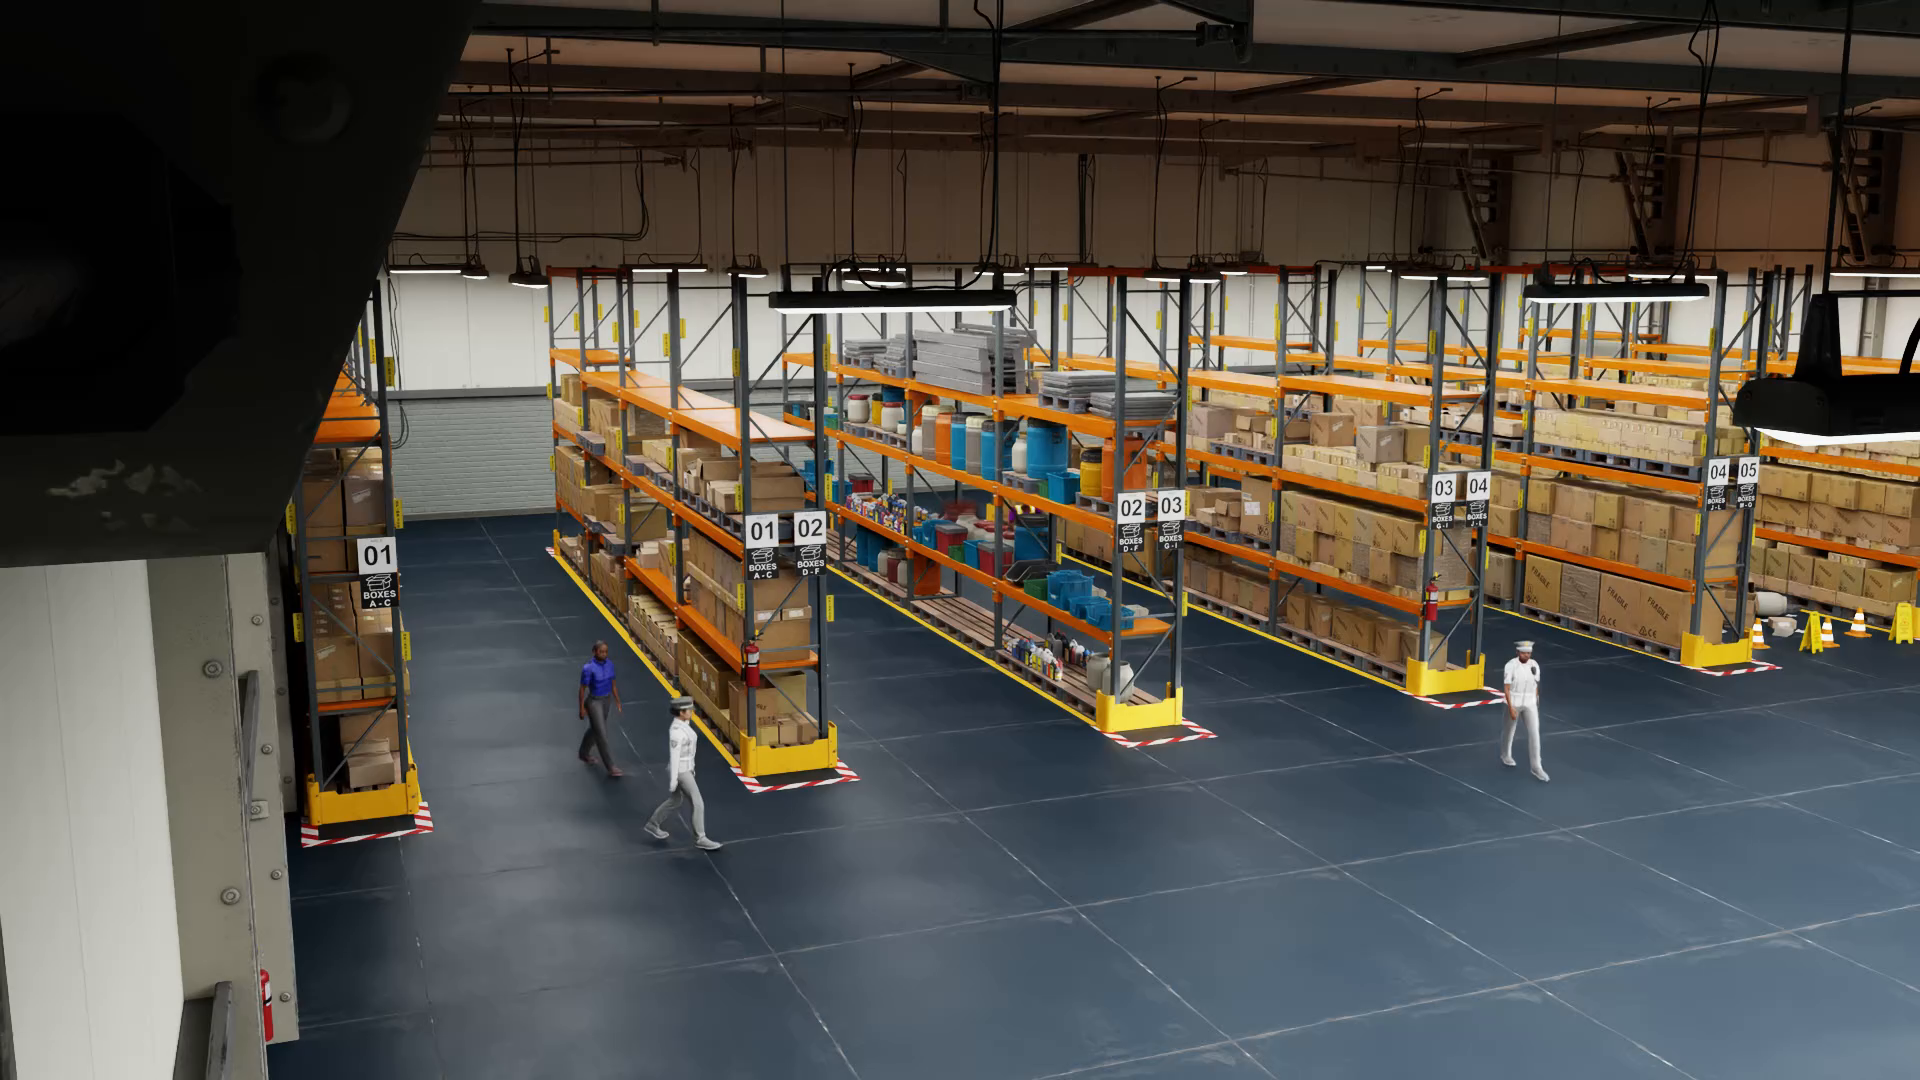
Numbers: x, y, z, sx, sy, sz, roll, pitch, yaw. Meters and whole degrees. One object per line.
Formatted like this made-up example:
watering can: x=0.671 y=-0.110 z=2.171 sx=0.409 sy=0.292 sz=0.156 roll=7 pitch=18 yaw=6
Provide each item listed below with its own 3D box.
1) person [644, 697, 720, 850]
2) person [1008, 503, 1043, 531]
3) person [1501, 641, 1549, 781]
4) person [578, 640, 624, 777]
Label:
person: x=-2.987 y=2.468 z=17.793 sx=0.836 sy=1.624 sz=0.494 roll=-1 pitch=10 yaw=-3
person: x=1.270 y=-0.123 z=32.569 sx=0.716 sy=1.659 sz=0.720 roll=-2 pitch=10 yaw=-10
person: x=6.858 y=2.017 z=20.224 sx=0.492 sy=1.639 sz=0.907 roll=1 pitch=10 yaw=4
person: x=-4.390 y=2.012 z=20.337 sx=0.954 sy=1.605 sz=0.490 roll=6 pitch=11 yaw=29
